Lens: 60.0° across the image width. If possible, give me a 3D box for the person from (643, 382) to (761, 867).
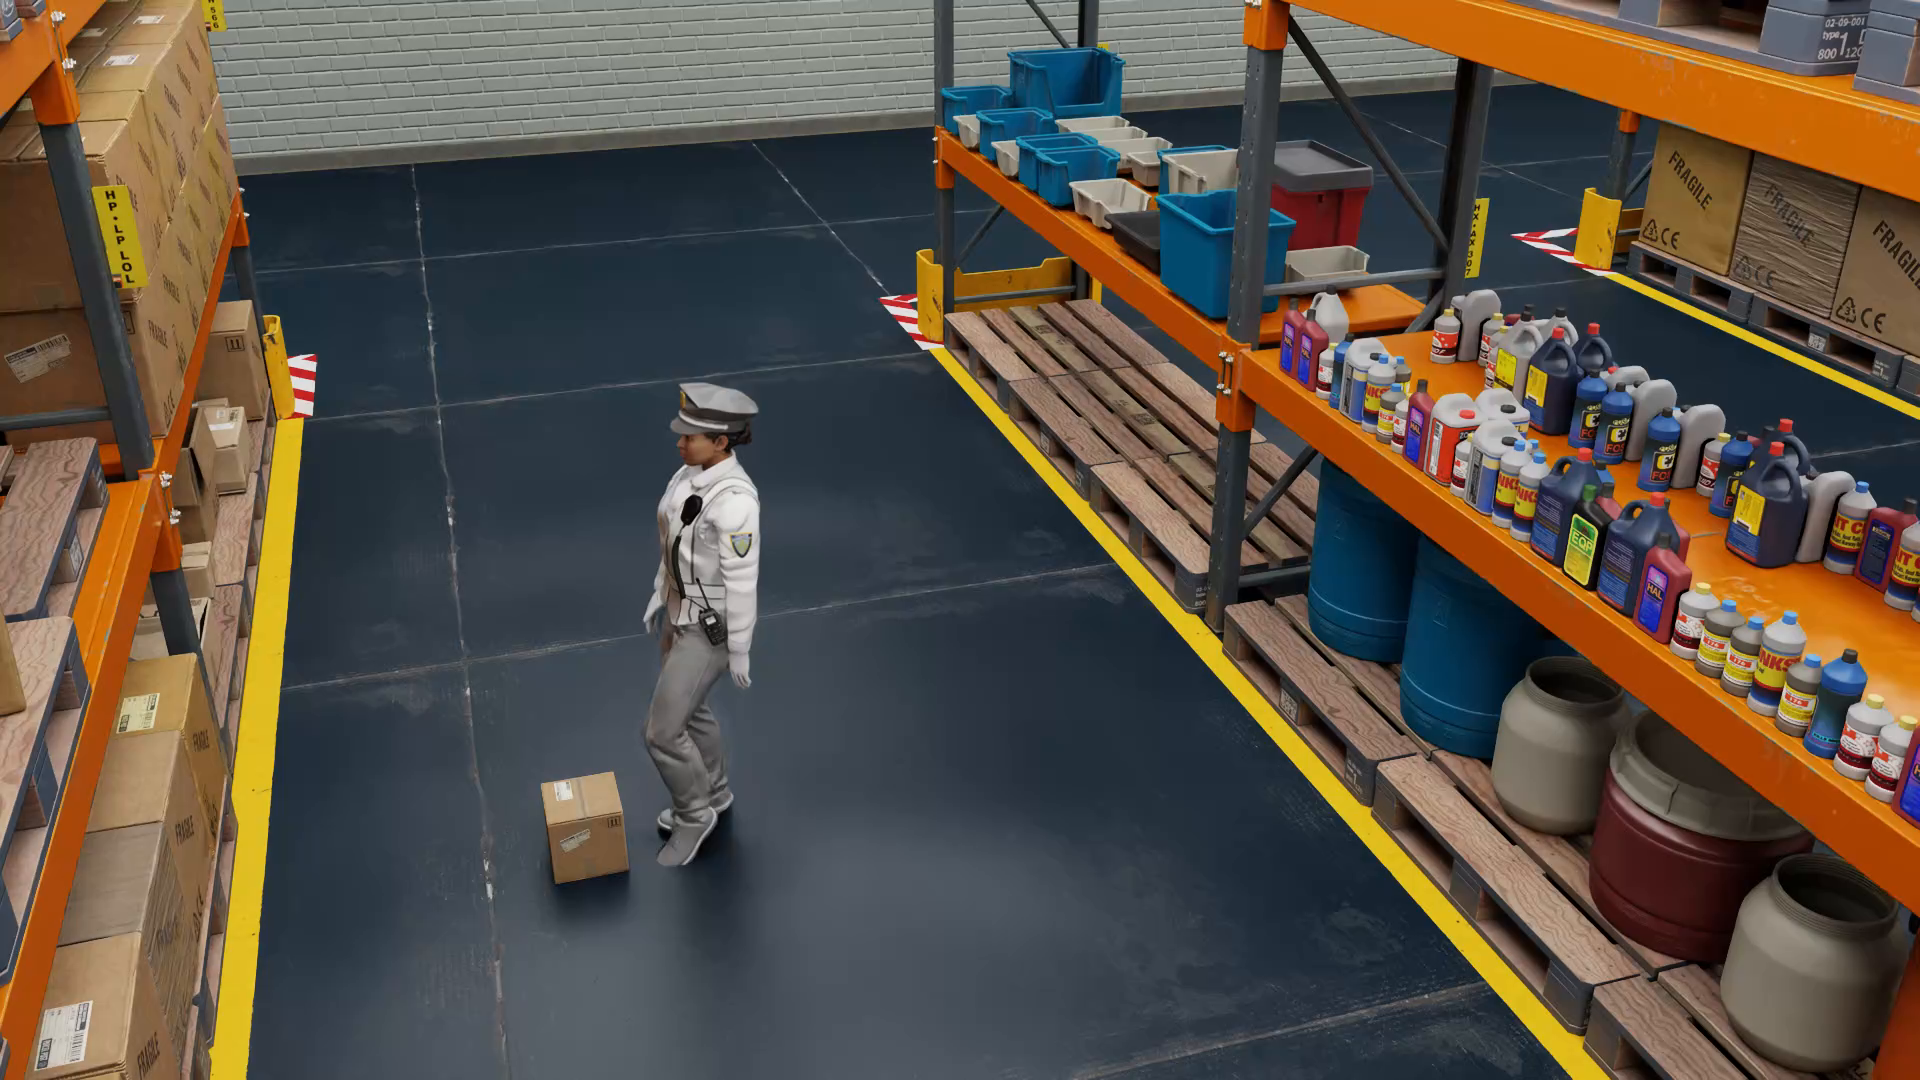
[{"bbox_3d":[-0.871,0.302,5.525,0.472,1.747,0.528,-11,28,-21],"label":"person"}]
